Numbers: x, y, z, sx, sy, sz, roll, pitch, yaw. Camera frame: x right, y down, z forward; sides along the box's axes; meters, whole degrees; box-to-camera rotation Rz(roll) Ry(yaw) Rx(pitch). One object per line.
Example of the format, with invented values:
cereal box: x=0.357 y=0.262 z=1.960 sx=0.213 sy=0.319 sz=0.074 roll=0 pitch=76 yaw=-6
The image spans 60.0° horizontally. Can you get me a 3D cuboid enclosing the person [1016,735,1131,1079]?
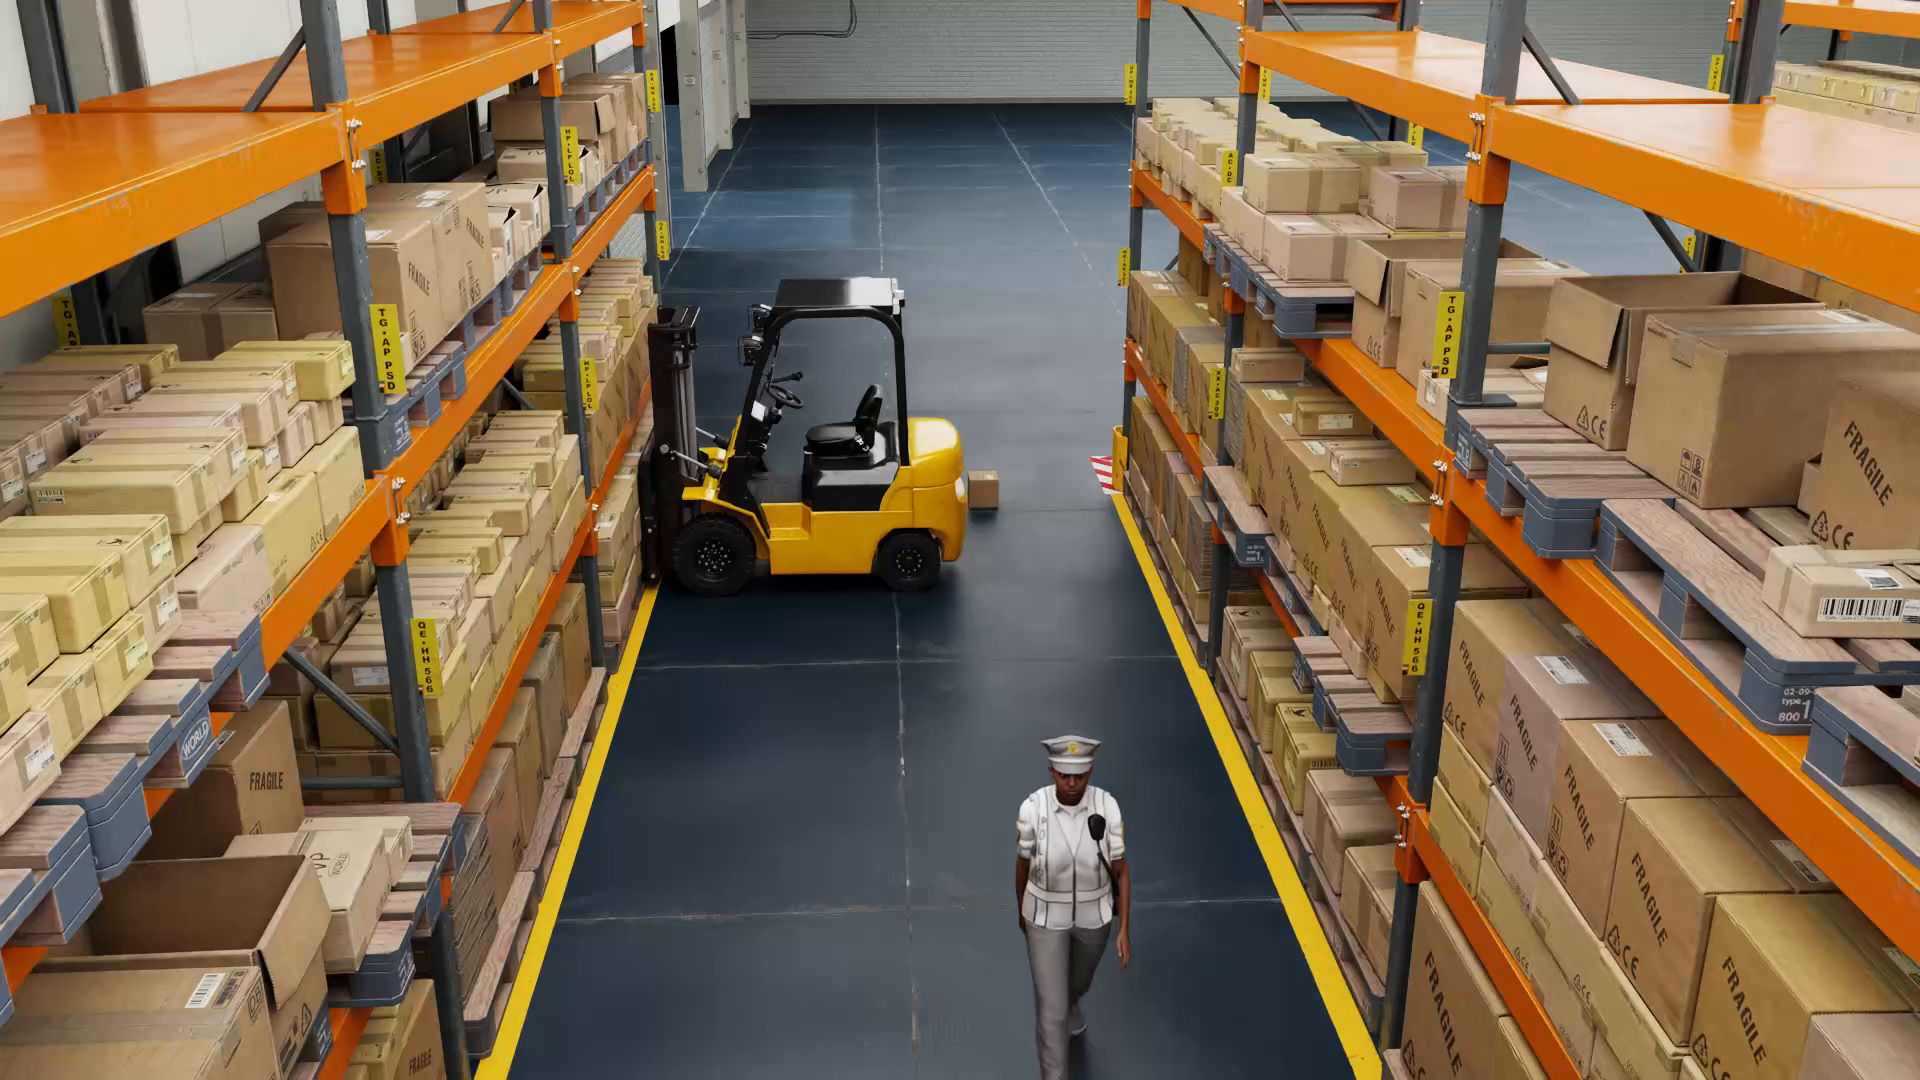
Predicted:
person: x=0.471 y=1.552 z=6.878 sx=0.457 sy=1.638 sz=0.989 roll=-2 pitch=21 yaw=-6
